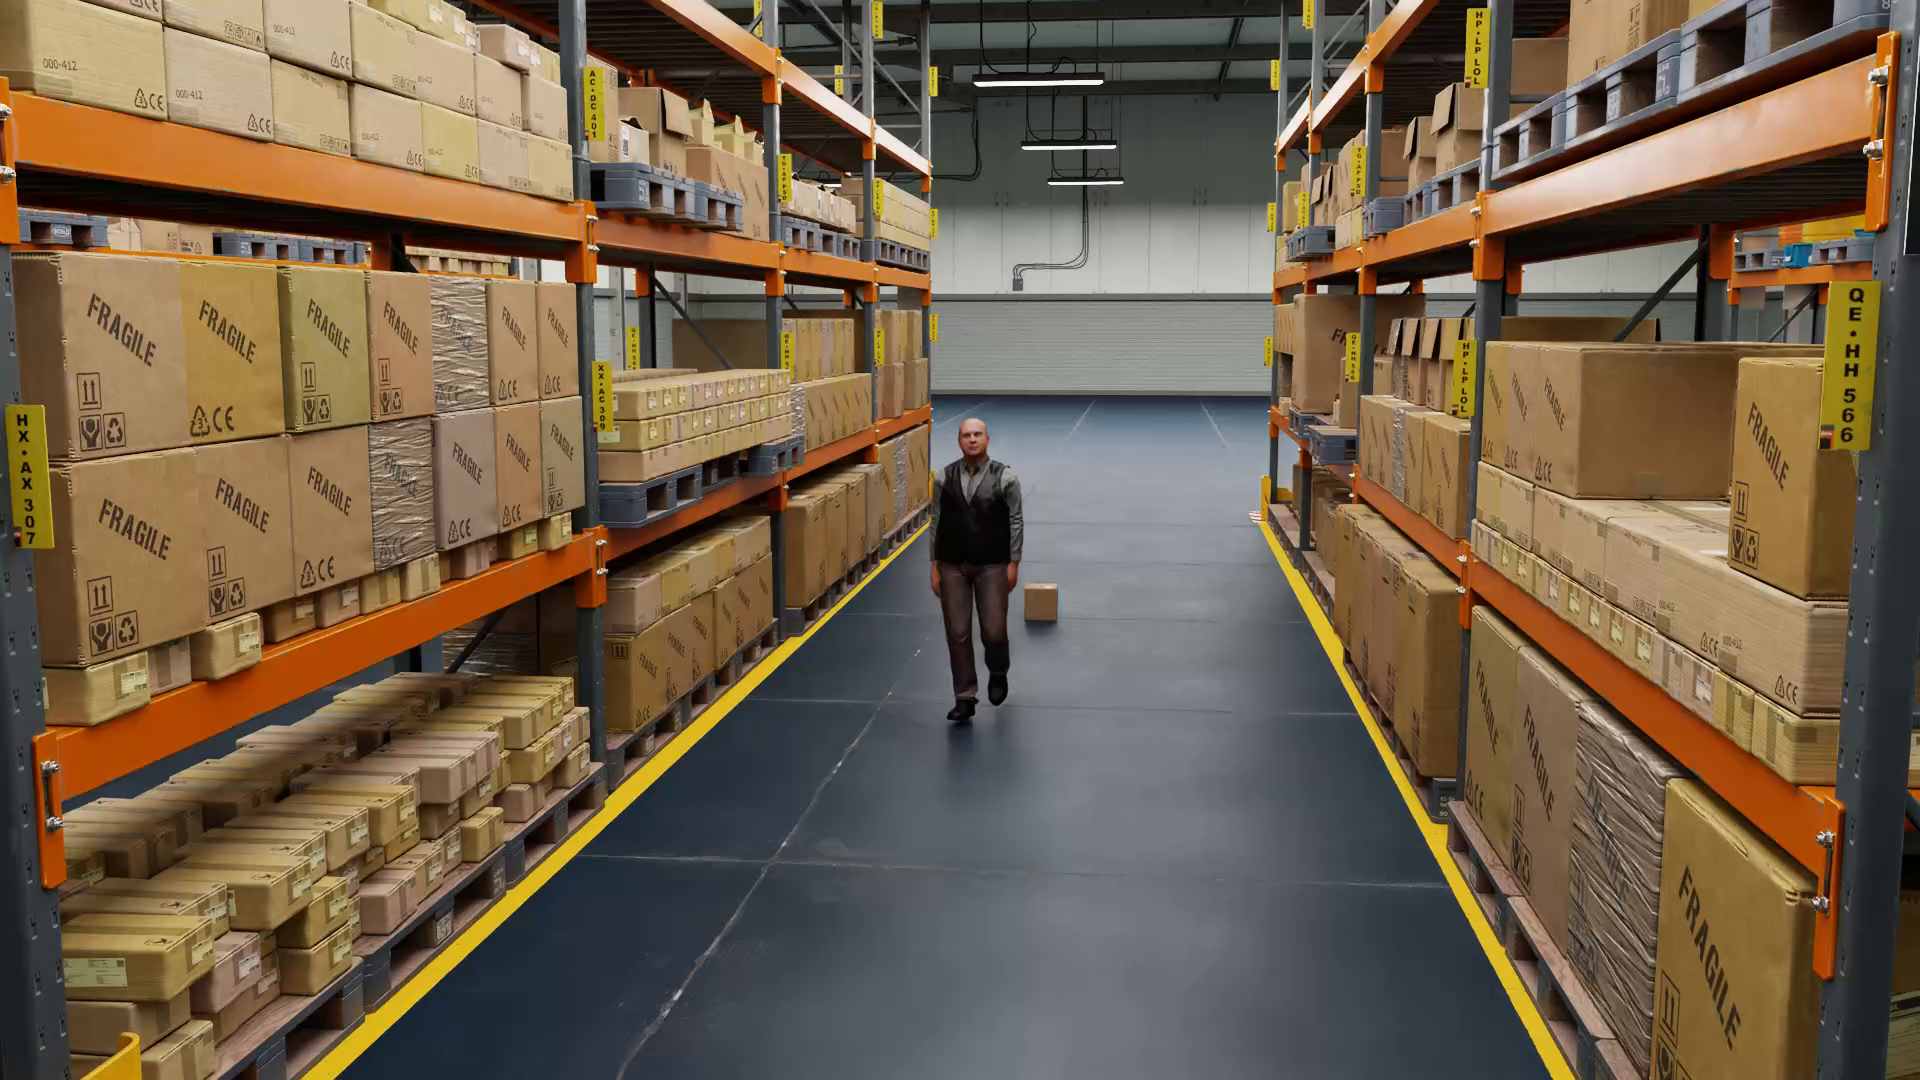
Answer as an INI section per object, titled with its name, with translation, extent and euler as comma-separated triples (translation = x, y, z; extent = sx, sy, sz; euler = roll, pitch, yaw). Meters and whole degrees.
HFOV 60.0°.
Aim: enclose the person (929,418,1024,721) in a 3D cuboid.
[person]
translation = 0.090, 0.159, 9.527
extent = 0.540, 1.709, 0.551
euler = 2, 8, 13
